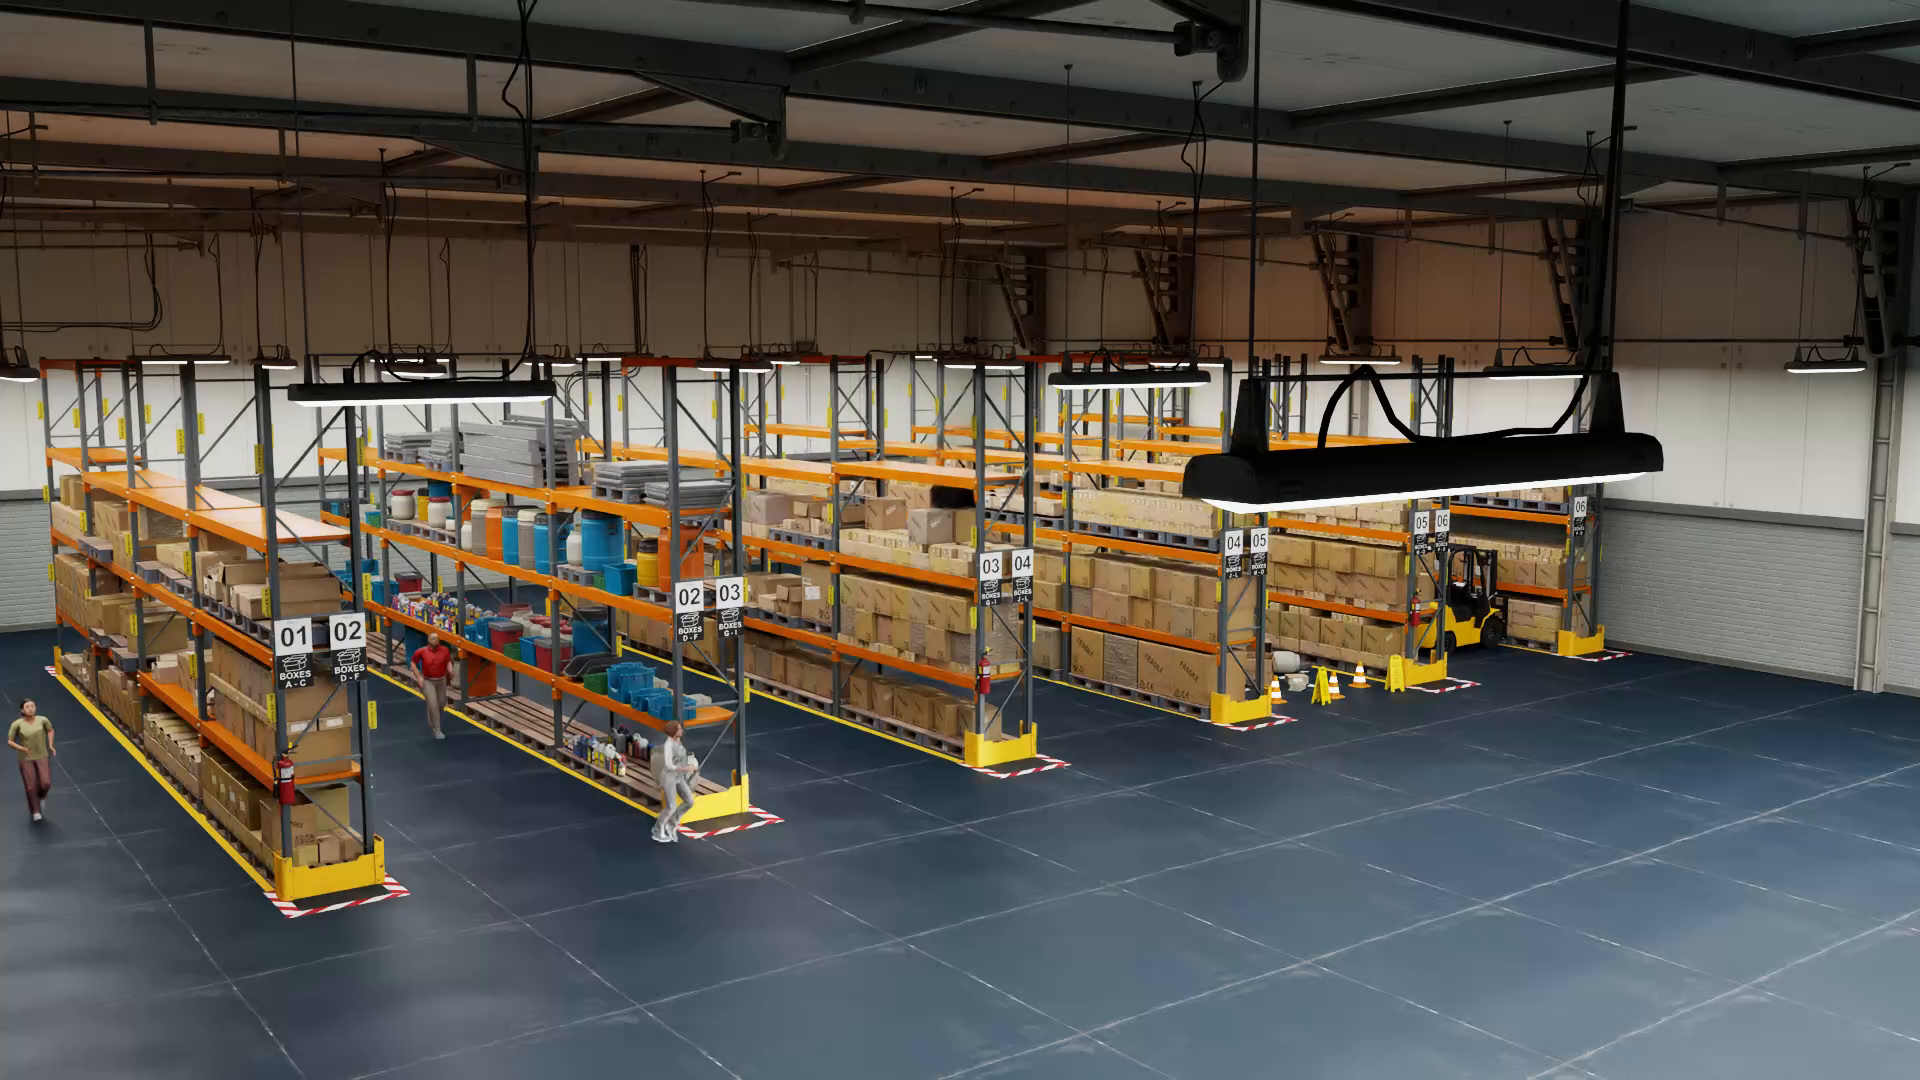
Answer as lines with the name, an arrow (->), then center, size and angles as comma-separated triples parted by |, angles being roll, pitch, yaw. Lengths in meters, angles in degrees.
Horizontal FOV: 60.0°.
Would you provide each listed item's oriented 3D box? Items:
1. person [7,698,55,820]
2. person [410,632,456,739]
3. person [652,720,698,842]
person -> -12.242, 2.916, 21.958 | 0.547, 1.589, 0.540 | -5, 9, -38
person -> -8.493, 2.299, 26.740 | 0.648, 1.708, 0.846 | -5, 9, -38
person -> -3.579, 3.042, 20.954 | 0.637, 1.589, 0.562 | 1, 7, 11
